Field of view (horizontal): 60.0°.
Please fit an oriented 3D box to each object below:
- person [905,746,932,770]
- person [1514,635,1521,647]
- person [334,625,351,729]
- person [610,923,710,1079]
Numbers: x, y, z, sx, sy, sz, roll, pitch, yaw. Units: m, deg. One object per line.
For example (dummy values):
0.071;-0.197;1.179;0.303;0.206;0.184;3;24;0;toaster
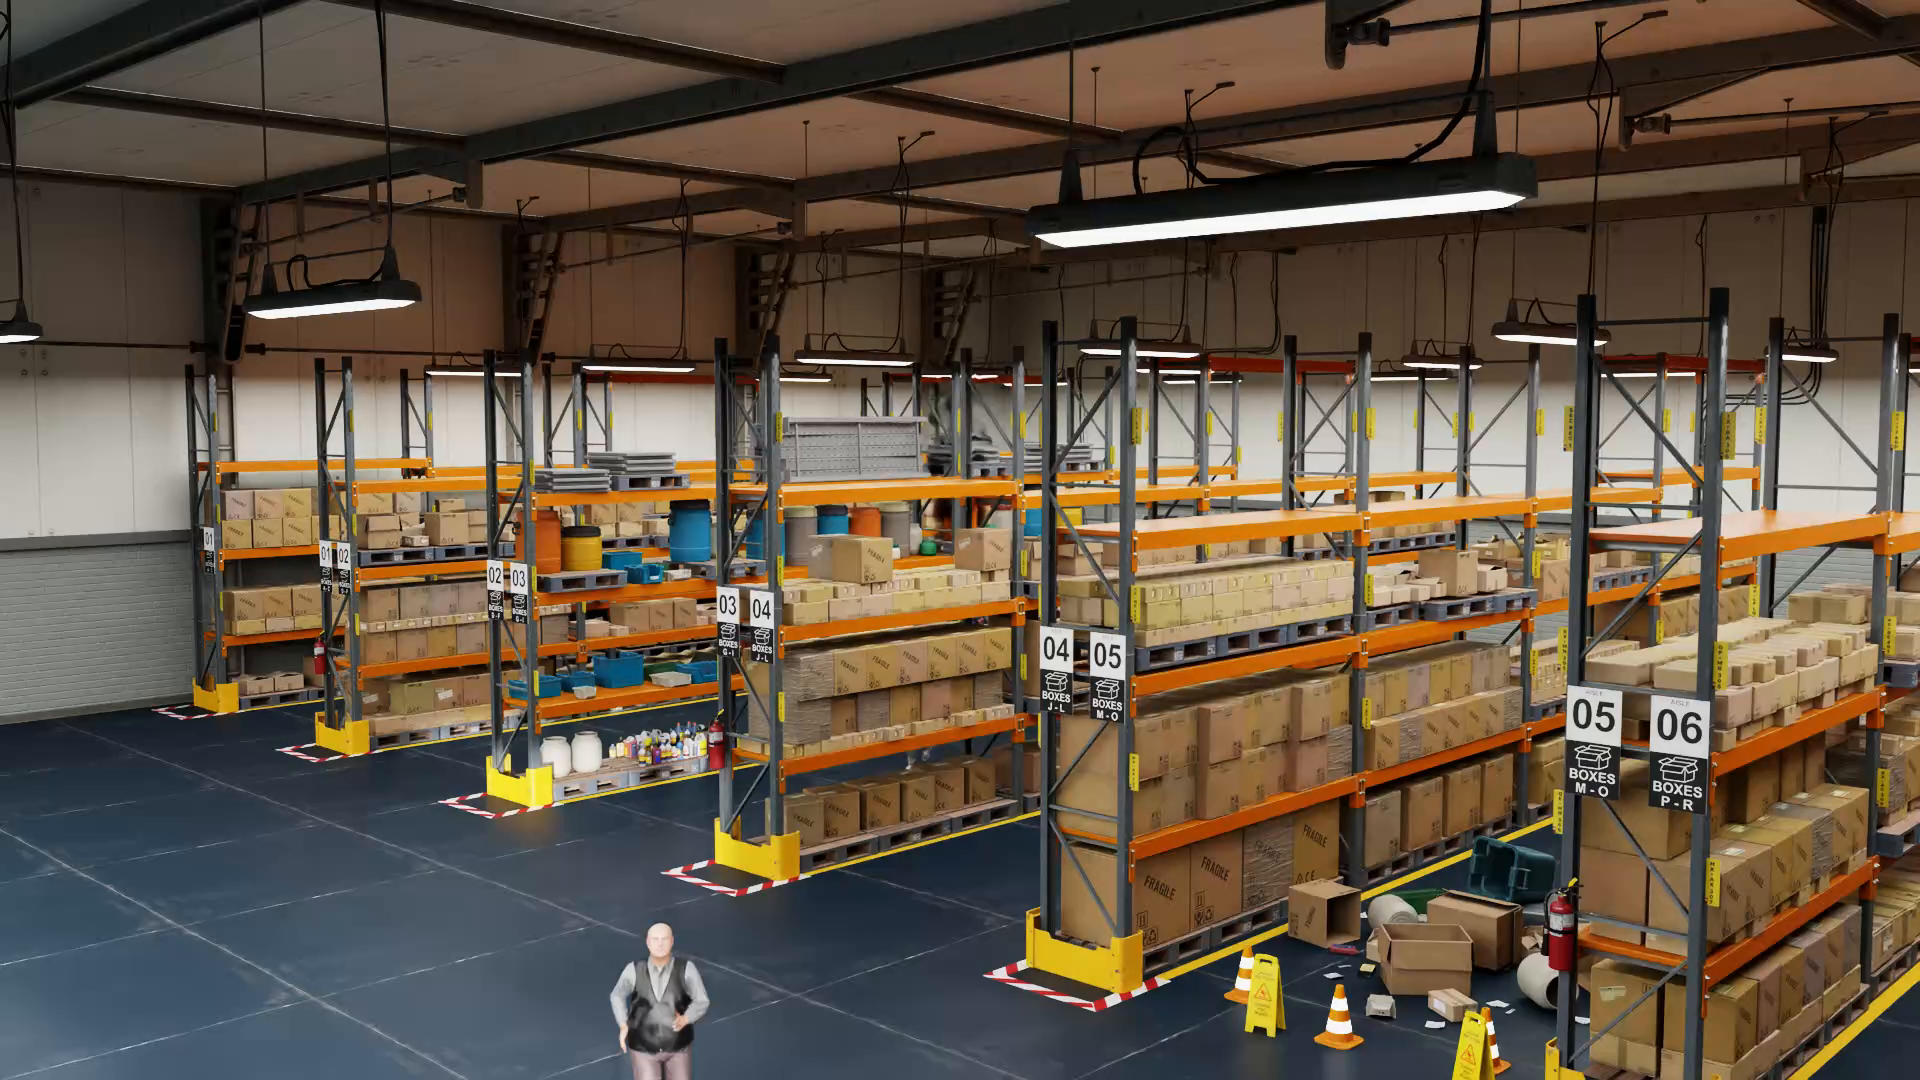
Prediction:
-0.620;2.557;23.994;0.535;1.577;0.579;4;6;40;person
8.599;2.332;25.608;0.898;1.745;0.720;-4;6;-43;person
-9.928;2.229;27.247;0.570;1.739;0.862;3;5;31;person
-2.039;3.452;11.322;0.669;1.693;0.860;-1;4;-12;person
